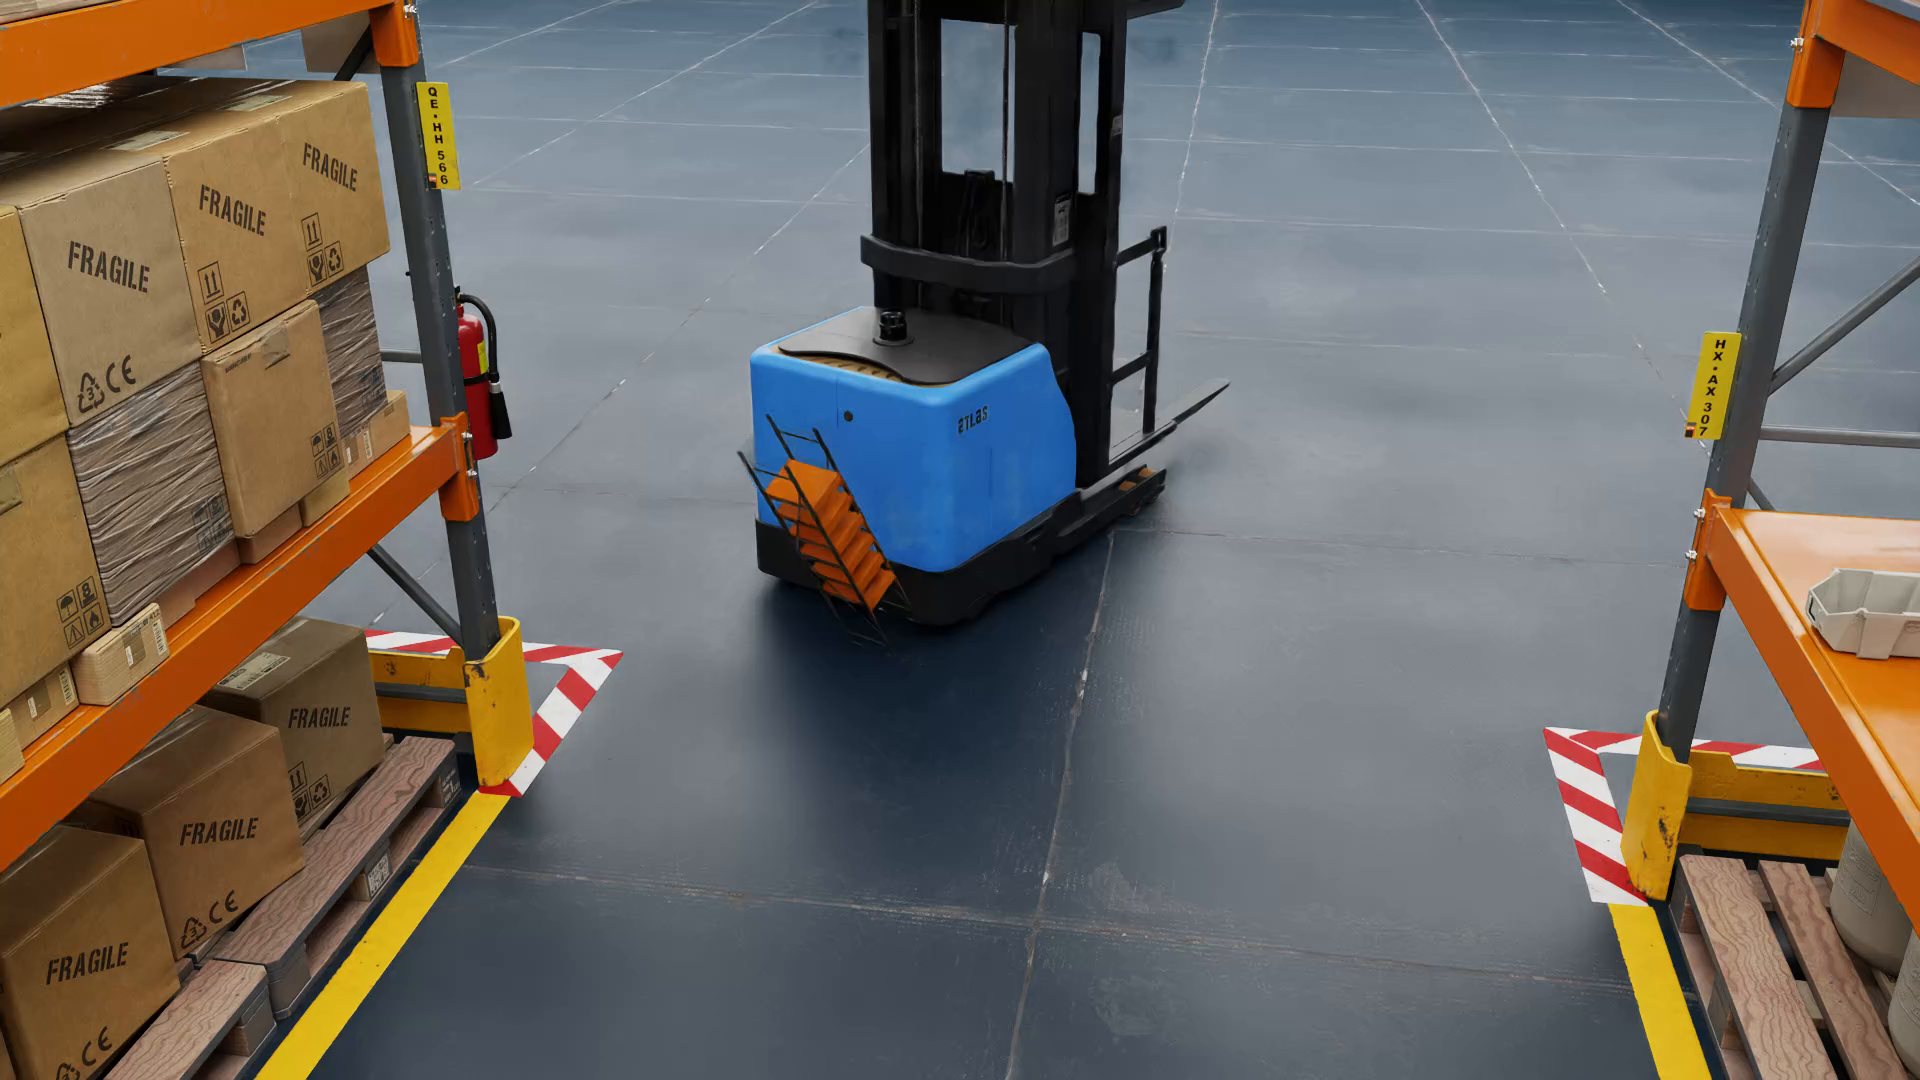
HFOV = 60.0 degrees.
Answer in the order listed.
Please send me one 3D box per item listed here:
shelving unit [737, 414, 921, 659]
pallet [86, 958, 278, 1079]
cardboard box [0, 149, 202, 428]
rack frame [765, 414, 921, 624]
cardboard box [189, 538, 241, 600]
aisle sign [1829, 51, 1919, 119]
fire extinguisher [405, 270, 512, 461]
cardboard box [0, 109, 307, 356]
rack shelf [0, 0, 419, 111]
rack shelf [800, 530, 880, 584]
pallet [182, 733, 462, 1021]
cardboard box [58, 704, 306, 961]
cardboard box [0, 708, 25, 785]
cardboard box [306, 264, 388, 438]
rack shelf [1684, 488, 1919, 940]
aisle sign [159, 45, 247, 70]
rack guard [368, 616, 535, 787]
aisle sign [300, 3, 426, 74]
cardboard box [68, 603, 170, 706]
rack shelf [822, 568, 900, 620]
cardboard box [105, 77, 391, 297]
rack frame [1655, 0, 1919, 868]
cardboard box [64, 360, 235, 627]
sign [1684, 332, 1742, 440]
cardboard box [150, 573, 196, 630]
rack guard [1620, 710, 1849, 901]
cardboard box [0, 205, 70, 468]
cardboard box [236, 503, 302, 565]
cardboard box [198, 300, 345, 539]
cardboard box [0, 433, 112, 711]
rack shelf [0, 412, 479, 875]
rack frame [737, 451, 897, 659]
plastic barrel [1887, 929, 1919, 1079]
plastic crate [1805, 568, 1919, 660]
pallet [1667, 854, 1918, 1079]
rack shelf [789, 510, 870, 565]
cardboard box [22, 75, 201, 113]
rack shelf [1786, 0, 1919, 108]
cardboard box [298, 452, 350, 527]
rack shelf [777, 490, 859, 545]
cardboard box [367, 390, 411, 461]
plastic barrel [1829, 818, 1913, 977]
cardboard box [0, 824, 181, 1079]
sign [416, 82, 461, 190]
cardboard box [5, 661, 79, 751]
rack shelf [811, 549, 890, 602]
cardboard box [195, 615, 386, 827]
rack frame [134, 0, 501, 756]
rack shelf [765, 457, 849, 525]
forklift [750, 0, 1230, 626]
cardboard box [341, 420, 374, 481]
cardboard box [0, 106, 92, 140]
[{"bbox_3d":[-0.481,0.011,6.383,0.258,1.200,0.189,17,60,32],"label":"shelving unit"},{"bbox_3d":[-2.535,1.515,4.264,1.003,0.211,1.213,4,25,9],"label":"pallet"},{"bbox_3d":[-2.160,-0.593,3.830,0.500,0.500,0.500,4,25,9],"label":"cardboard box"},{"bbox_3d":[-0.434,-0.058,6.422,0.240,1.200,0.006,17,60,32],"label":"rack frame"},{"bbox_3d":[-2.166,0.040,4.423,0.380,0.149,0.250,4,25,9],"label":"cardboard box"},{"bbox_3d":[2.456,-1.510,4.371,0.394,0.787,0.004,4,25,9],"label":"aisle sign"},{"bbox_3d":[-1.680,-0.606,5.598,0.296,0.674,0.183,4,25,9],"label":"fire extinguisher"},{"bbox_3d":[-2.075,-0.802,4.276,0.500,0.500,0.500,4,25,9],"label":"cardboard box"},{"bbox_3d":[-2.480,-0.822,3.277,1.077,0.370,4.000,4,25,9],"label":"rack shelf"},{"bbox_3d":[-0.468,0.038,6.416,0.258,0.103,0.180,17,60,32],"label":"rack shelf"},{"bbox_3d":[-2.333,1.007,5.350,1.003,0.211,1.213,4,25,9],"label":"pallet"},{"bbox_3d":[-2.336,0.829,4.894,0.500,0.500,0.500,11,27,22],"label":"cardboard box"},{"bbox_3d":[-2.243,0.464,3.517,0.380,0.149,0.250,4,25,9],"label":"cardboard box"},{"bbox_3d":[-2.270,-0.577,4.976,0.875,0.500,0.500,4,25,9],"label":"cardboard box"},{"bbox_3d":[2.406,0.880,3.180,1.077,0.370,4.000,4,25,9],"label":"rack shelf"},{"bbox_3d":[-2.439,-1.850,5.097,0.394,0.787,0.004,4,25,9],"label":"aisle sign"},{"bbox_3d":[-2.166,0.538,6.010,1.175,0.500,0.348,4,25,9],"label":"rack guard"},{"bbox_3d":[-1.847,-1.808,5.008,0.394,0.787,0.004,4,25,9],"label":"aisle sign"},{"bbox_3d":[-2.138,0.256,3.960,0.380,0.149,0.250,4,25,9],"label":"cardboard box"},{"bbox_3d":[-0.398,0.185,6.592,0.258,0.103,0.180,17,60,32],"label":"rack shelf"},{"bbox_3d":[-1.999,-1.011,4.724,0.500,0.500,0.500,4,25,9],"label":"cardboard box"},{"bbox_3d":[2.733,-0.282,4.815,1.000,3.000,0.127,4,25,9],"label":"rack frame"},{"bbox_3d":[-2.358,-0.154,4.071,0.875,0.500,0.500,4,25,9],"label":"cardboard box"},{"bbox_3d":[2.191,-0.448,4.841,0.100,0.325,0.005,4,25,9],"label":"sign"},{"bbox_3d":[-2.184,0.146,4.197,0.380,0.149,0.250,4,25,9],"label":"cardboard box"},{"bbox_3d":[2.767,0.885,5.270,1.175,0.500,0.348,4,25,9],"label":"rack guard"},{"bbox_3d":[-2.250,-0.384,3.384,0.500,0.500,0.500,4,25,9],"label":"cardboard box"},{"bbox_3d":[-2.084,-0.062,4.641,0.380,0.149,0.250,4,25,9],"label":"cardboard box"},{"bbox_3d":[-2.234,-0.360,4.512,0.875,0.500,0.500,4,25,9],"label":"cardboard box"},{"bbox_3d":[-2.451,0.055,3.626,0.875,0.500,0.500,4,25,9],"label":"cardboard box"},{"bbox_3d":[-2.480,0.537,3.913,1.077,0.370,4.000,4,25,9],"label":"rack shelf"},{"bbox_3d":[-0.527,0.079,6.344,0.240,1.200,0.006,17,60,32],"label":"rack frame"},{"bbox_3d":[2.619,1.144,4.206,0.421,0.512,0.421,0,25,0],"label":"plastic barrel"},{"bbox_3d":[2.269,0.189,4.119,0.298,0.136,0.250,4,25,9],"label":"plastic crate"},{"bbox_3d":[2.629,1.355,4.606,1.003,0.211,1.213,4,25,9],"label":"pallet"},{"bbox_3d":[-0.503,-0.036,6.328,0.258,0.103,0.180,17,60,32],"label":"rack shelf"},{"bbox_3d":[-2.512,-1.047,4.801,0.500,0.500,0.500,4,25,9],"label":"cardboard box"},{"bbox_3d":[2.406,-0.479,2.544,1.077,0.370,4.000,4,25,9],"label":"rack shelf"},{"bbox_3d":[-2.028,-0.165,4.862,0.380,0.149,0.250,4,25,9],"label":"cardboard box"},{"bbox_3d":[-0.538,-0.109,6.240,0.258,0.103,0.180,17,60,32],"label":"rack shelf"},{"bbox_3d":[-1.996,-0.378,5.316,0.380,0.149,0.250,4,25,9],"label":"cardboard box"},{"bbox_3d":[2.701,0.935,4.654,0.421,0.512,0.421,0,25,0],"label":"plastic barrel"},{"bbox_3d":[-2.457,1.089,4.338,0.500,0.500,0.500,6,26,13],"label":"cardboard box"},{"bbox_3d":[-1.609,-1.246,5.135,0.100,0.325,0.005,4,25,9],"label":"sign"},{"bbox_3d":[-2.247,0.356,3.747,0.380,0.149,0.250,4,25,9],"label":"cardboard box"},{"bbox_3d":[-0.433,0.112,6.504,0.258,0.103,0.180,17,60,32],"label":"rack shelf"},{"bbox_3d":[-2.272,0.577,5.433,0.500,0.500,0.500,9,27,18],"label":"cardboard box"},{"bbox_3d":[-2.153,-0.625,5.548,1.000,3.000,0.127,4,25,9],"label":"rack frame"},{"bbox_3d":[-0.573,-0.183,6.152,0.258,0.103,0.180,17,60,32],"label":"rack shelf"},{"bbox_3d":[0.351,-1.546,7.596,1.130,2.935,3.031,16,30,31],"label":"forklift"},{"bbox_3d":[-2.038,-0.274,5.093,0.380,0.149,0.250,4,25,9],"label":"cardboard box"},{"bbox_3d":[-2.601,-0.838,4.355,0.500,0.500,0.500,4,25,9],"label":"cardboard box"}]
